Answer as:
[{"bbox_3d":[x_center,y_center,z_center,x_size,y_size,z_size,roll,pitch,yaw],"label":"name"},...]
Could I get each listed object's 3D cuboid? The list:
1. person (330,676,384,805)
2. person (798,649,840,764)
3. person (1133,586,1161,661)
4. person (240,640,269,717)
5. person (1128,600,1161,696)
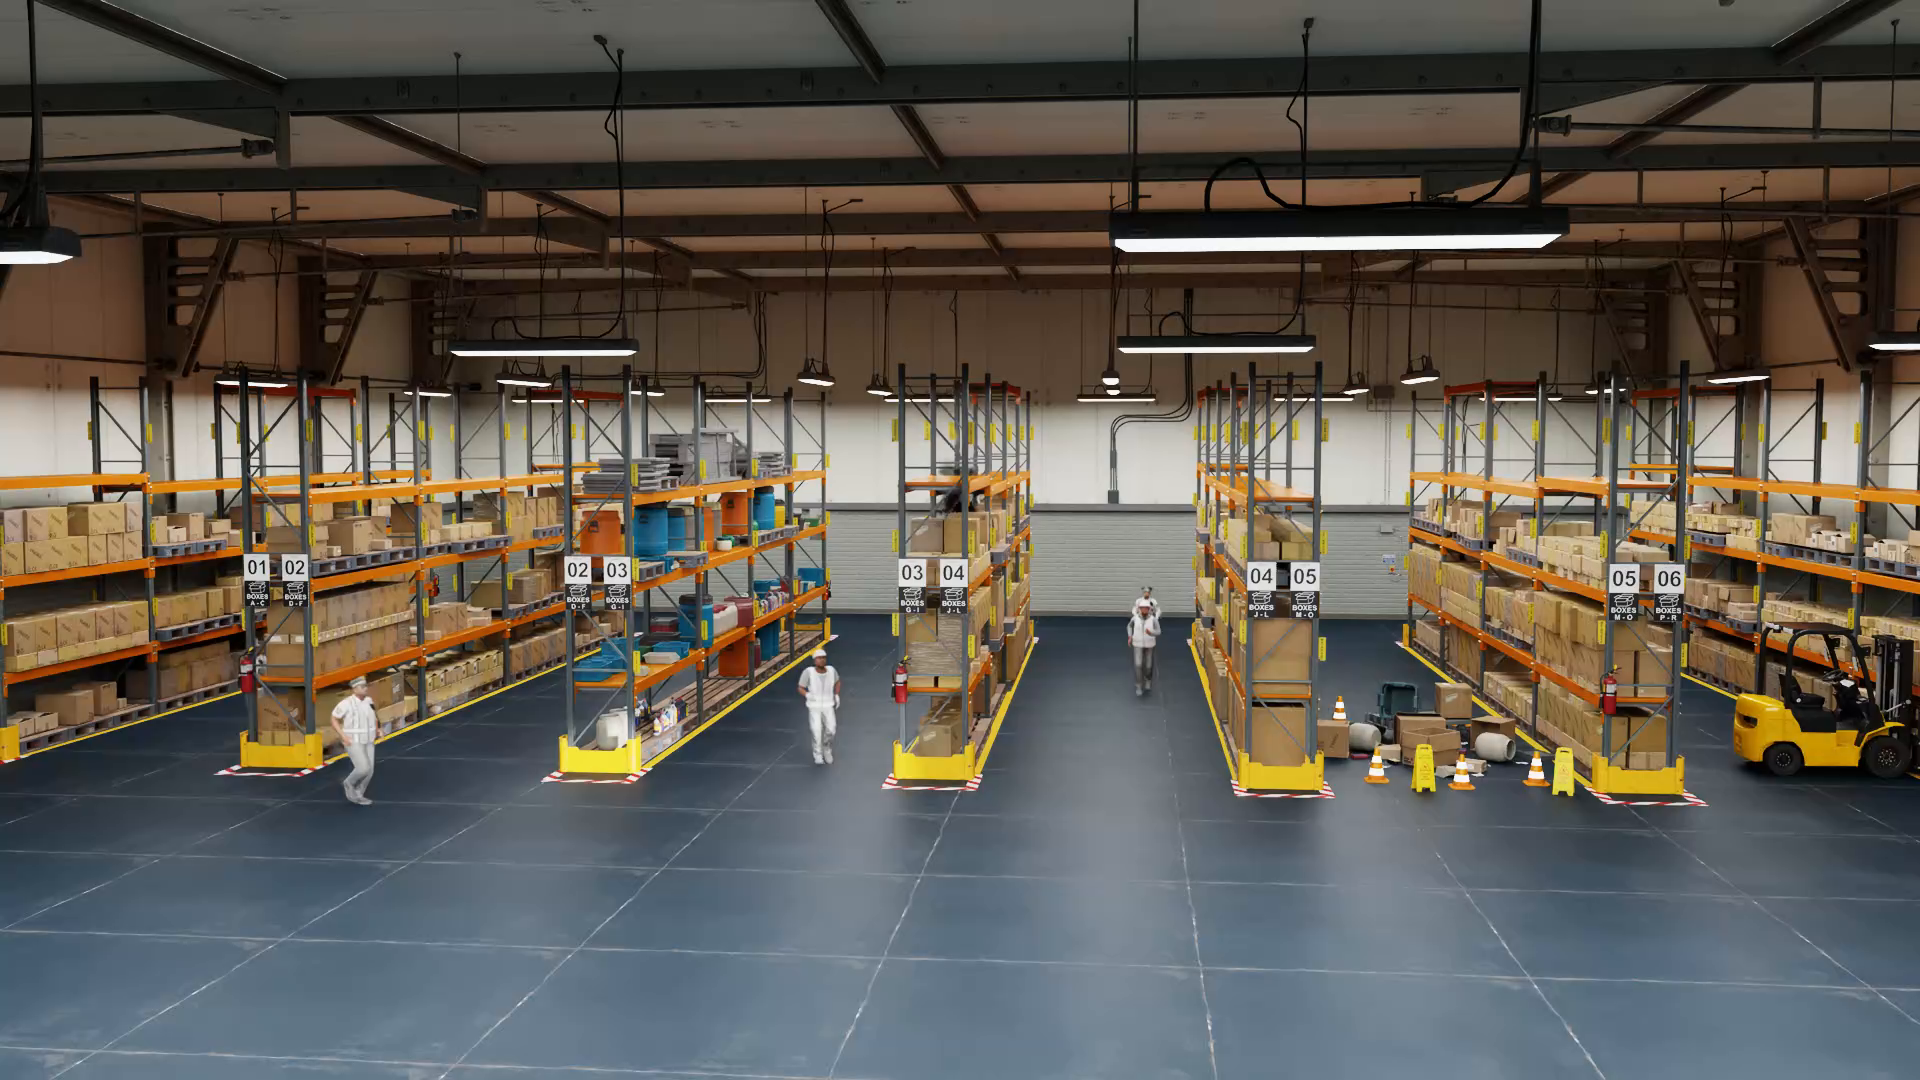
[{"bbox_3d":[-8.055,2.699,22.357,0.533,1.749,0.670,2,4,29],"label":"person"},{"bbox_3d":[-2.091,2.516,24.975,0.682,1.752,0.628,-1,4,-14],"label":"person"},{"bbox_3d":[4.109,1.833,36.563,0.634,1.666,0.544,0,4,7],"label":"person"},{"bbox_3d":[-11.436,2.438,26.947,0.565,1.655,0.542,0,4,0],"label":"person"},{"bbox_3d":[3.528,2.044,31.870,0.644,1.785,0.904,0,4,7],"label":"person"}]
